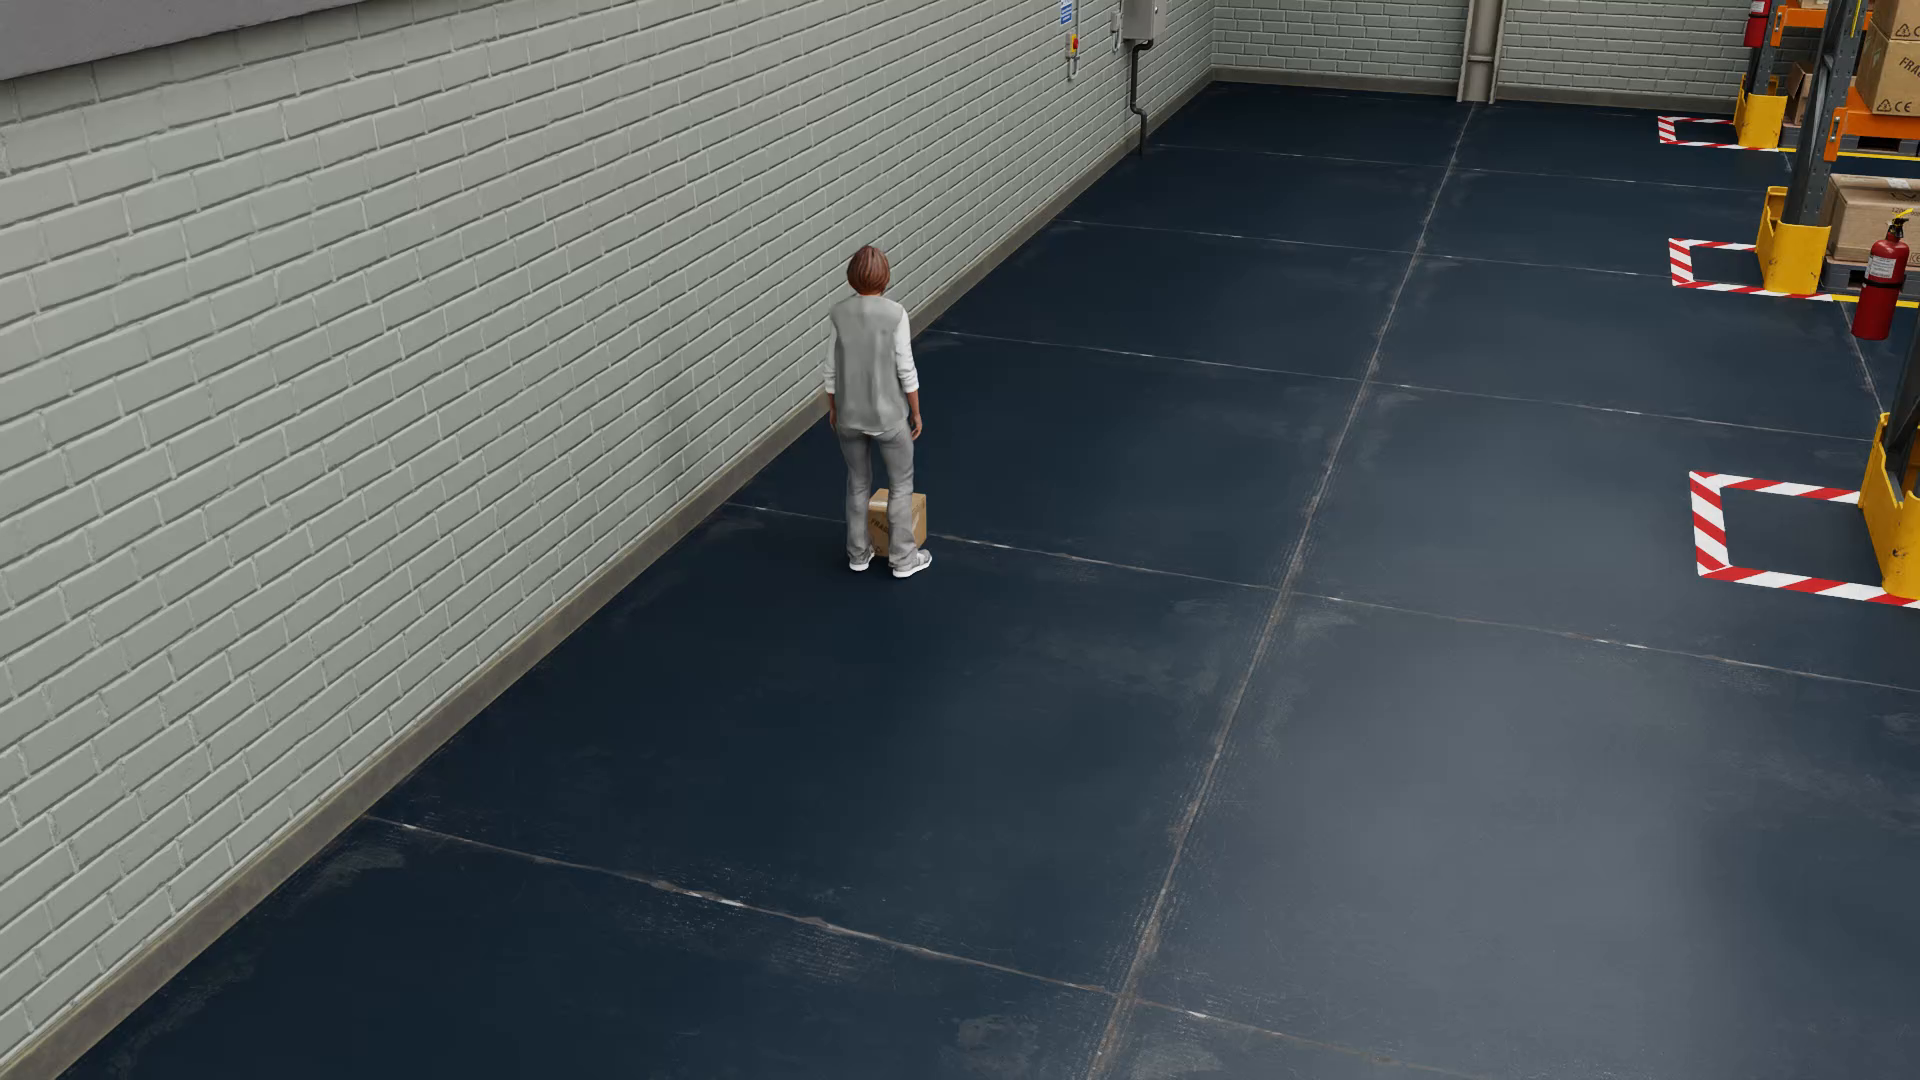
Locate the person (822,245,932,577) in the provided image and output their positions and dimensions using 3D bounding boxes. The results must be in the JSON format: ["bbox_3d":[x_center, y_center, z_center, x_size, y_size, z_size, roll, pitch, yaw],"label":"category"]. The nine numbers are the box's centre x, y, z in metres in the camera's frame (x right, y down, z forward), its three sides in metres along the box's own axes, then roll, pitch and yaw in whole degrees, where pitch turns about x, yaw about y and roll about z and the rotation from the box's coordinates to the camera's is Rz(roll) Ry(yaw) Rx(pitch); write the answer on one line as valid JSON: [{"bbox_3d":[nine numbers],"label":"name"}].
[{"bbox_3d":[-0.401,-0.580,7.811,0.477,1.592,0.349,7,27,14],"label":"person"}]
